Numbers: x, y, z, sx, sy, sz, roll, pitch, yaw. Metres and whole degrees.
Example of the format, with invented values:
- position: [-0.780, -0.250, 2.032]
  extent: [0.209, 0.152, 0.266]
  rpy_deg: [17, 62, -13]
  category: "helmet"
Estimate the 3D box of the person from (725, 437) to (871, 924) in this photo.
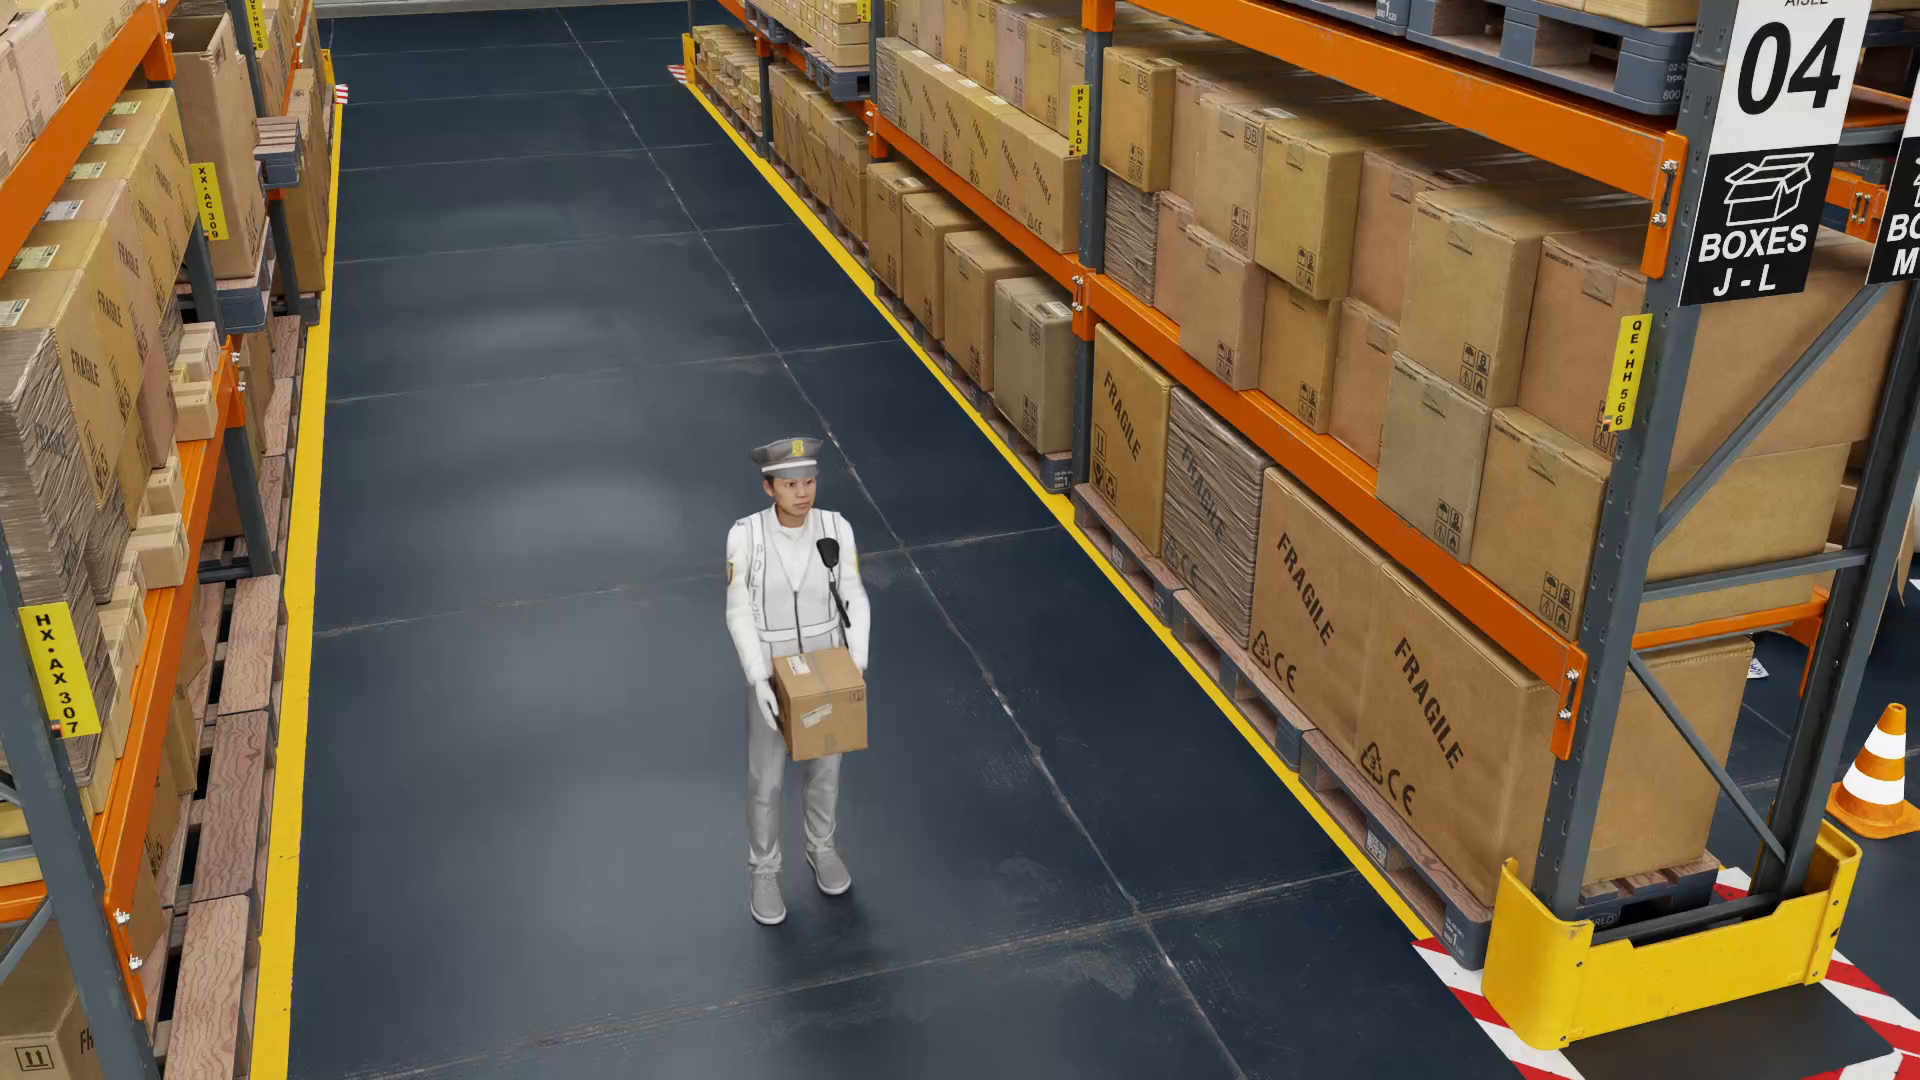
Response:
- position: [-0.537, 0.457, 5.656]
  extent: [0.503, 1.700, 0.505]
  rpy_deg: [-8, 28, -15]
  category: "person"
